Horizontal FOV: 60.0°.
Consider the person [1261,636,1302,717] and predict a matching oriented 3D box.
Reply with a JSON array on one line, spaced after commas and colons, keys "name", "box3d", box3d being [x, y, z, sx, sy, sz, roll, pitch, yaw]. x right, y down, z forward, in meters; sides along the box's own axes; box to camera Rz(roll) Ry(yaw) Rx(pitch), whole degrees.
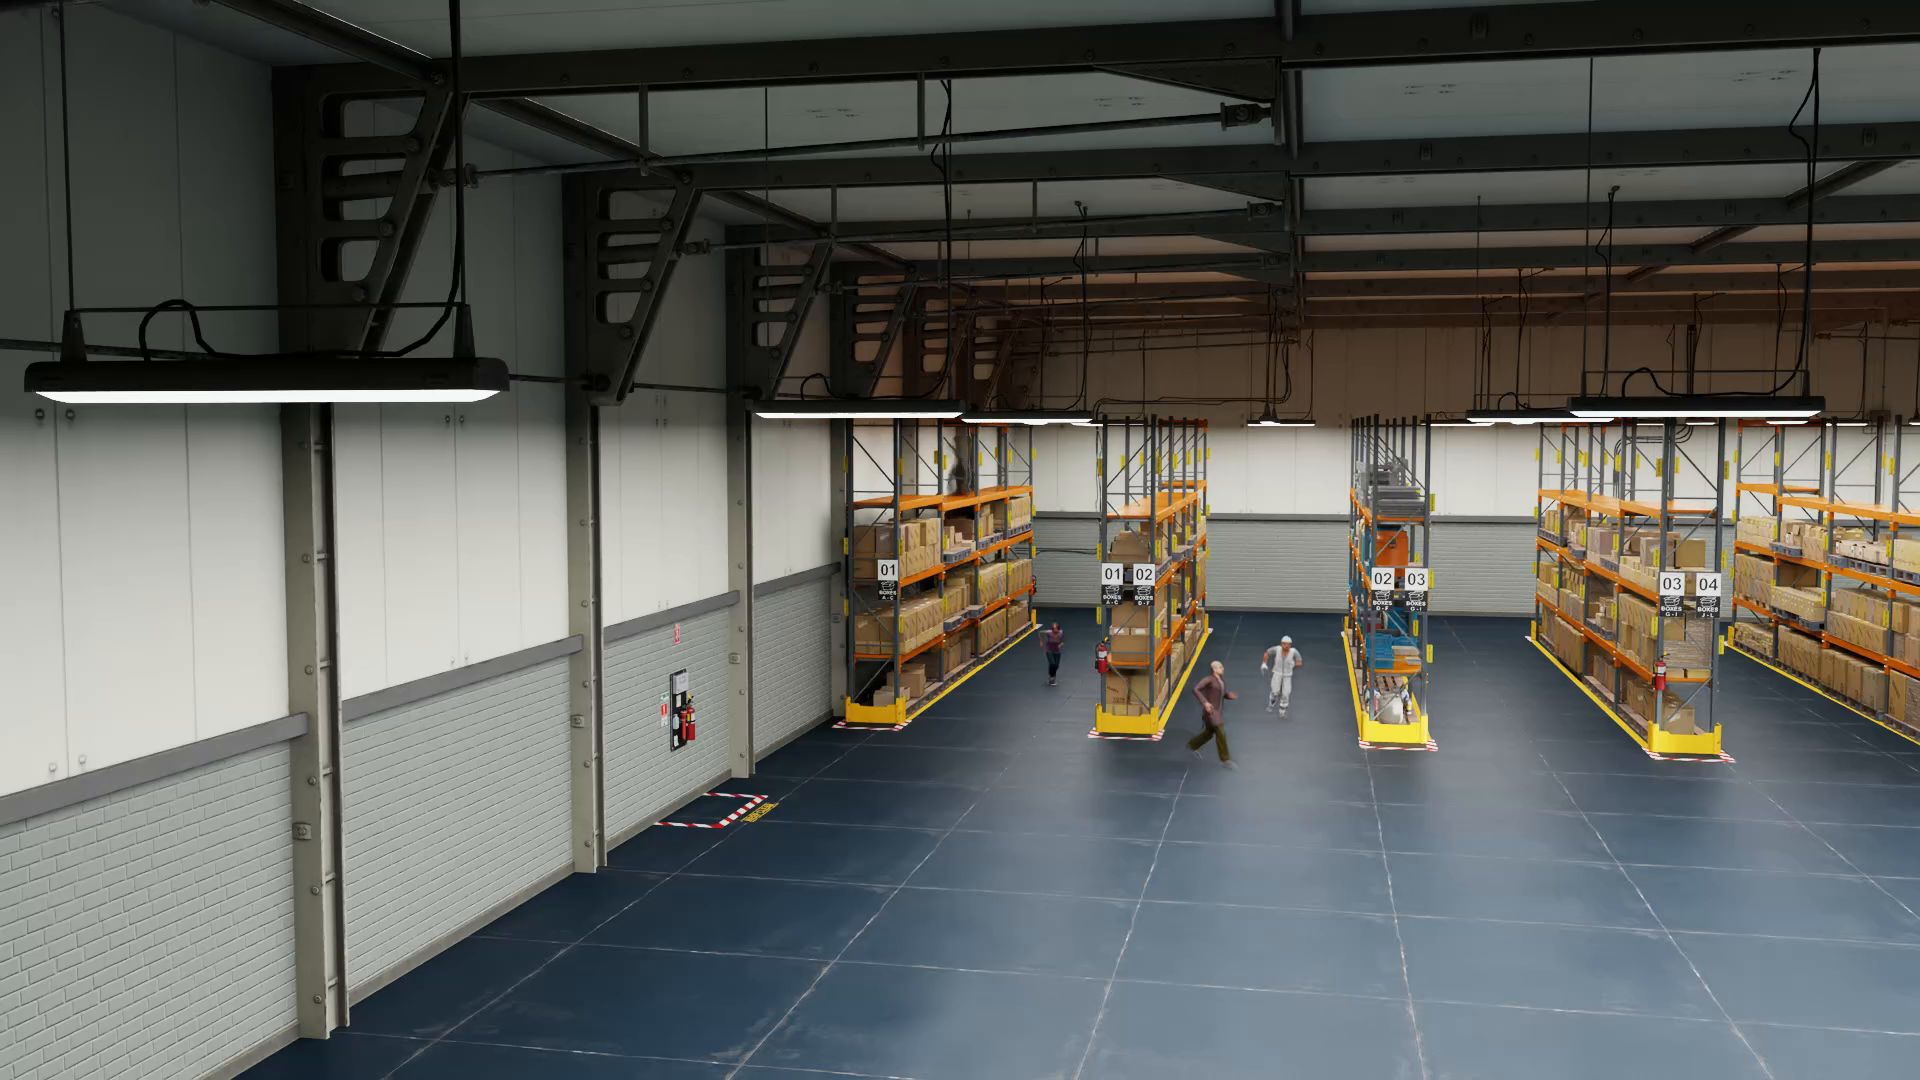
[{"name": "person", "box3d": [6.397, 2.721, 33.039, 0.768, 1.682, 0.689, 0, 4, 5]}]

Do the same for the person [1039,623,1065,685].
[{"name": "person", "box3d": [2.042, 2.527, 37.010, 0.570, 1.434, 0.867, 0, 4, -6]}]

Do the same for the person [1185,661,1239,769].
[{"name": "person", "box3d": [4.263, 2.945, 28.238, 1.072, 1.794, 0.720, 3, 5, 34]}]
